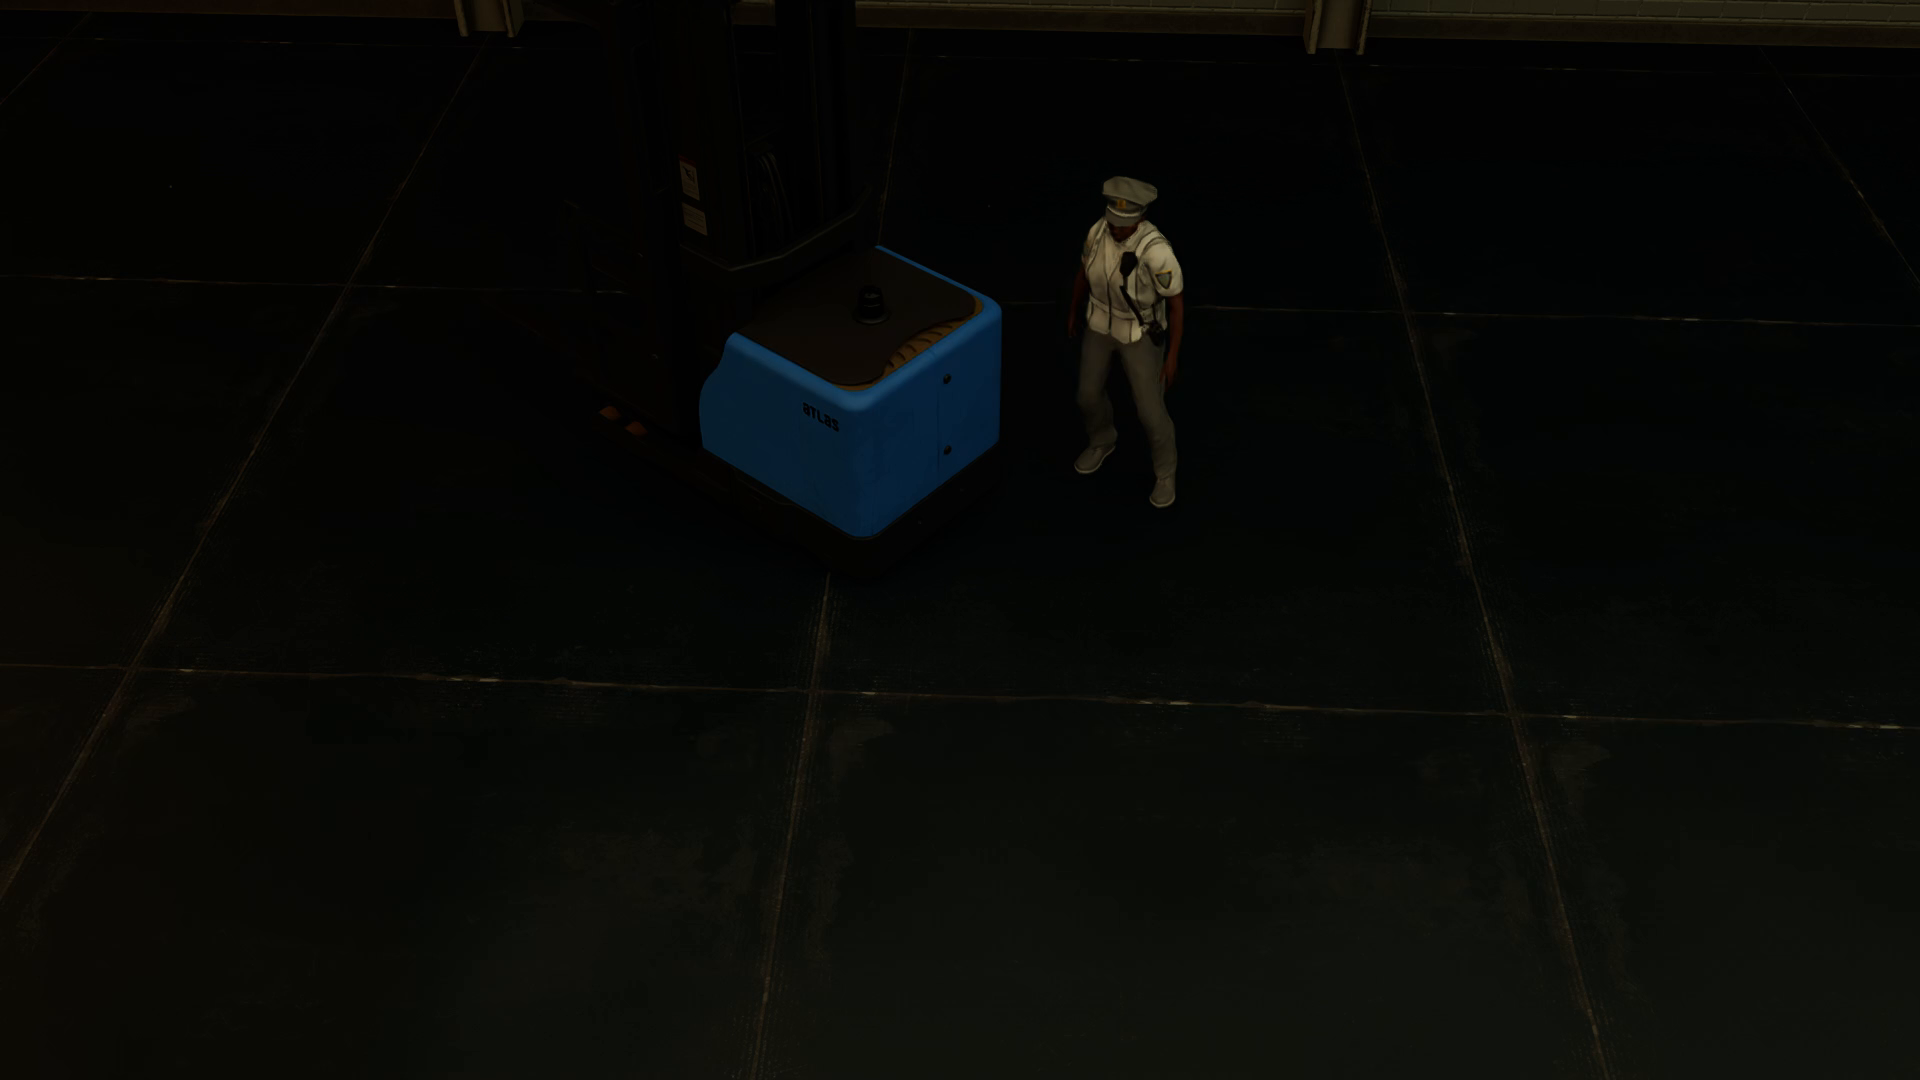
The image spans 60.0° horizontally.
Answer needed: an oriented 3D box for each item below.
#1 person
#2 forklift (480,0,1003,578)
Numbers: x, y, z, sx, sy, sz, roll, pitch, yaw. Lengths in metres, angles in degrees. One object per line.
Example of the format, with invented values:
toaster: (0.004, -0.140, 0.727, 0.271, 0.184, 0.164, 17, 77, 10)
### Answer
person: (0.784, -0.946, 7.741, 0.715, 1.637, 0.367, 28, 49, 27)
forklift: (-1.243, -1.754, 7.663, 3.031, 2.935, 1.130, 30, 50, 29)
